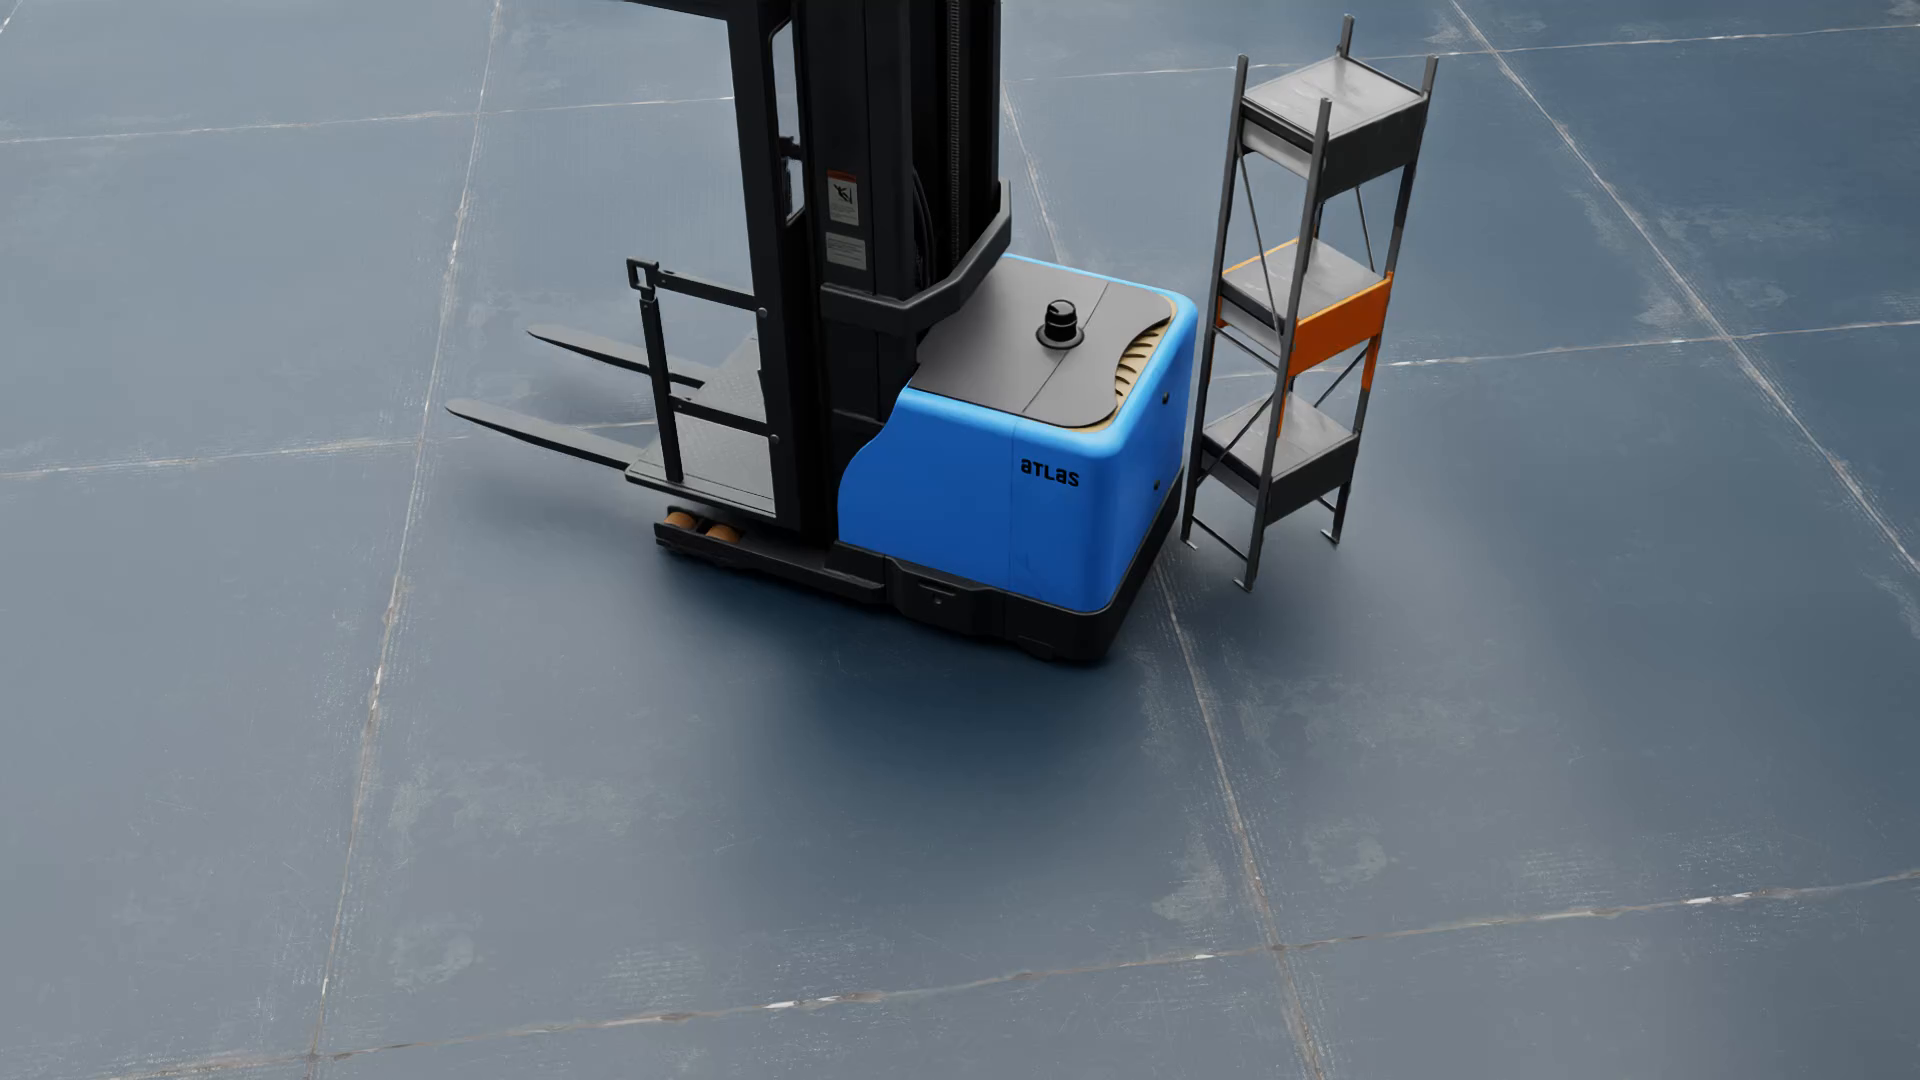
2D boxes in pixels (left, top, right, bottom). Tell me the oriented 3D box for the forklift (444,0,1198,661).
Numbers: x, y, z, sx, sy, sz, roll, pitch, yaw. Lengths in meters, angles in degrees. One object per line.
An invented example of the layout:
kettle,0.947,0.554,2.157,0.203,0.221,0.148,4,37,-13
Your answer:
forklift,-0.668,-1.290,5.992,3.031,2.935,1.130,16,45,17

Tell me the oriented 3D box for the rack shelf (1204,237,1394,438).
rack shelf,1.215,-0.765,6.050,0.480,0.518,0.431,-27,48,-26

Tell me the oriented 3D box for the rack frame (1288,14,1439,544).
rack frame,1.411,-0.873,6.150,0.015,2.100,0.400,-27,48,-26

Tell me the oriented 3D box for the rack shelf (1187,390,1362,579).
rack shelf,1.215,-0.245,6.519,0.480,0.518,0.431,-27,48,-26

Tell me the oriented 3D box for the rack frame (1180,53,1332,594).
rack frame,1.020,-0.677,5.933,0.015,2.100,0.400,-27,48,-26

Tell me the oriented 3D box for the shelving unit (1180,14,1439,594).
shelving unit,1.215,-0.775,6.041,0.503,2.100,0.431,-27,48,-26

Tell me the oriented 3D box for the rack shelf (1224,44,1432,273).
rack shelf,1.215,-1.284,5.582,0.480,0.518,0.431,-27,48,-26
